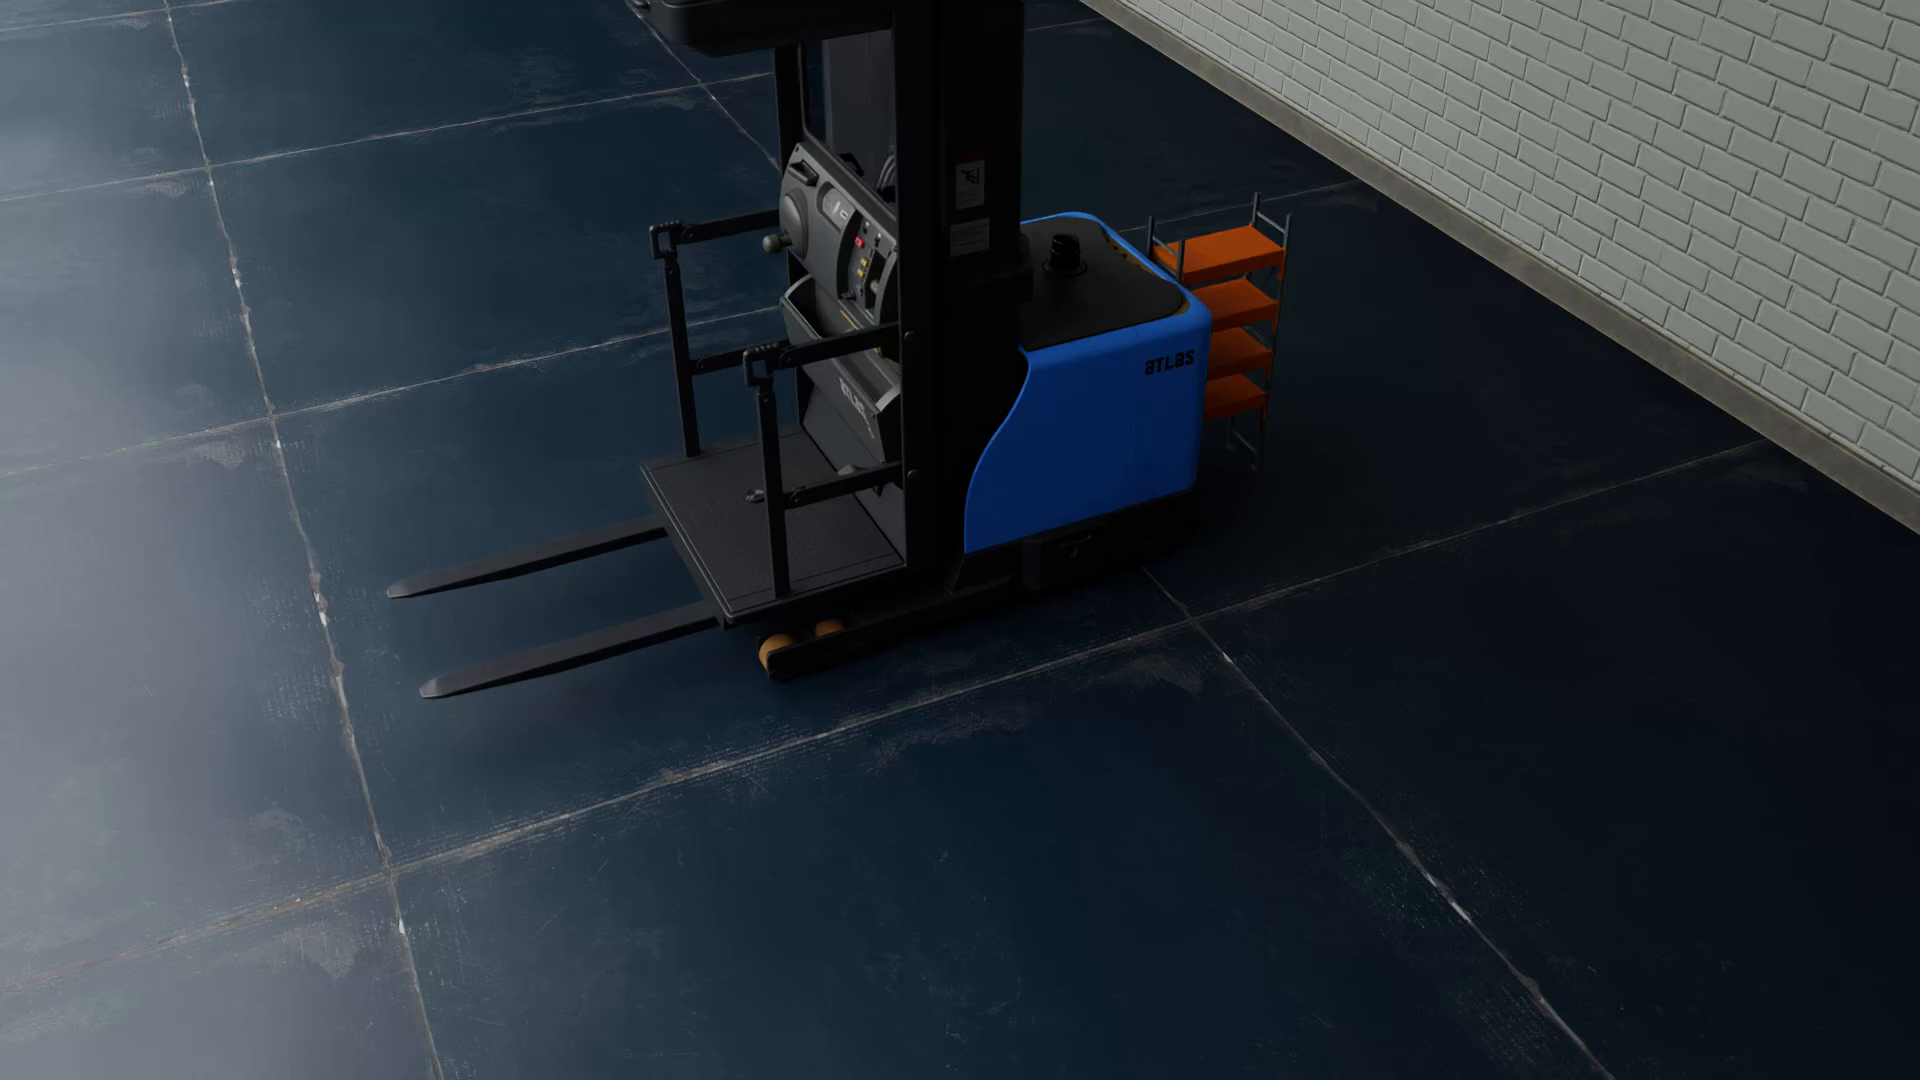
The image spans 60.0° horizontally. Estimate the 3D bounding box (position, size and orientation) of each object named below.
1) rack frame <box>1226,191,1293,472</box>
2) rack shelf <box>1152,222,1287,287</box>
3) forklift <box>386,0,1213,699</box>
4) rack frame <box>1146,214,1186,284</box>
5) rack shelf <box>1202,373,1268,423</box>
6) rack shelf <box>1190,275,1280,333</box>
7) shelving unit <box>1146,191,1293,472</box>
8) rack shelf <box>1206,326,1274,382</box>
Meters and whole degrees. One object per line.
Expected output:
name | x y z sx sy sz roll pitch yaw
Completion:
rack frame | 1.230 -0.839 6.874 0.015 1.200 0.240 -16 39 -20
rack shelf | 1.011 -1.092 6.555 0.480 0.148 0.258 -16 39 -20
forklift | -0.609 -1.031 5.680 3.031 2.935 1.130 -16 39 -20
rack frame | 0.791 -0.713 6.704 0.015 1.200 0.240 -16 39 -20
rack shelf | 1.011 -0.562 6.947 0.480 0.148 0.258 -16 39 -20
rack shelf | 1.011 -0.902 6.696 0.480 0.148 0.258 -16 39 -20
shelving unit | 1.011 -0.776 6.789 0.503 1.200 0.258 -16 39 -20
rack shelf | 1.011 -0.722 6.829 0.480 0.148 0.258 -16 39 -20
